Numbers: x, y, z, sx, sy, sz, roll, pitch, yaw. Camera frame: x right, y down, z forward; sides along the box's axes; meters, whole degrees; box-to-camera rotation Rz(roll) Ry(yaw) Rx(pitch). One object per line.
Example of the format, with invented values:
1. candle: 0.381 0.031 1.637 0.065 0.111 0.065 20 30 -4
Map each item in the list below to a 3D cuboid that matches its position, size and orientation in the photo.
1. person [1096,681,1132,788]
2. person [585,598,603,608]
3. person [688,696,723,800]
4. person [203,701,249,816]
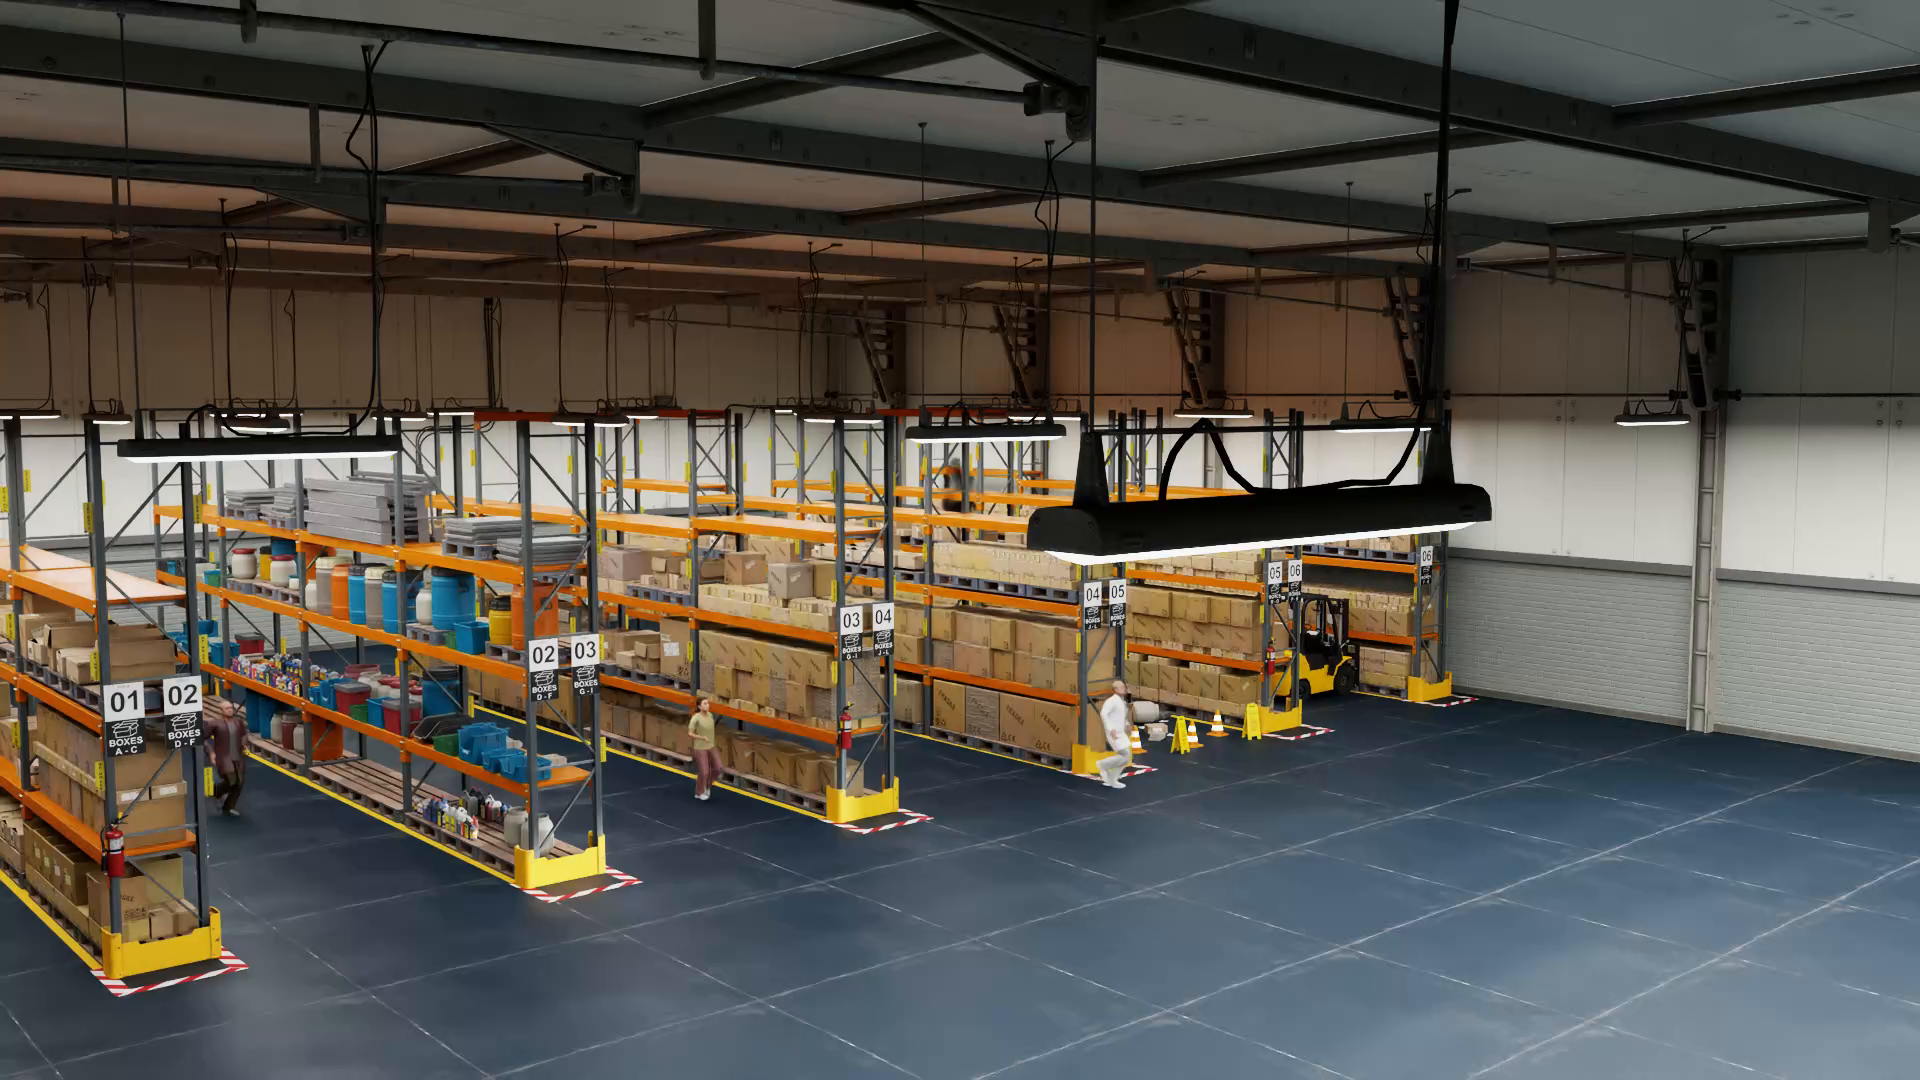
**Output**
1. person: 2.536 3.129 26.760 0.532 1.735 0.732 2 5 19
2. person: -8.981 1.898 40.626 0.715 1.767 0.841 3 6 34
3. person: -3.942 3.241 25.831 0.539 1.628 0.551 -5 7 -45
4. person: -10.950 3.281 24.919 0.633 1.733 0.707 4 6 35
